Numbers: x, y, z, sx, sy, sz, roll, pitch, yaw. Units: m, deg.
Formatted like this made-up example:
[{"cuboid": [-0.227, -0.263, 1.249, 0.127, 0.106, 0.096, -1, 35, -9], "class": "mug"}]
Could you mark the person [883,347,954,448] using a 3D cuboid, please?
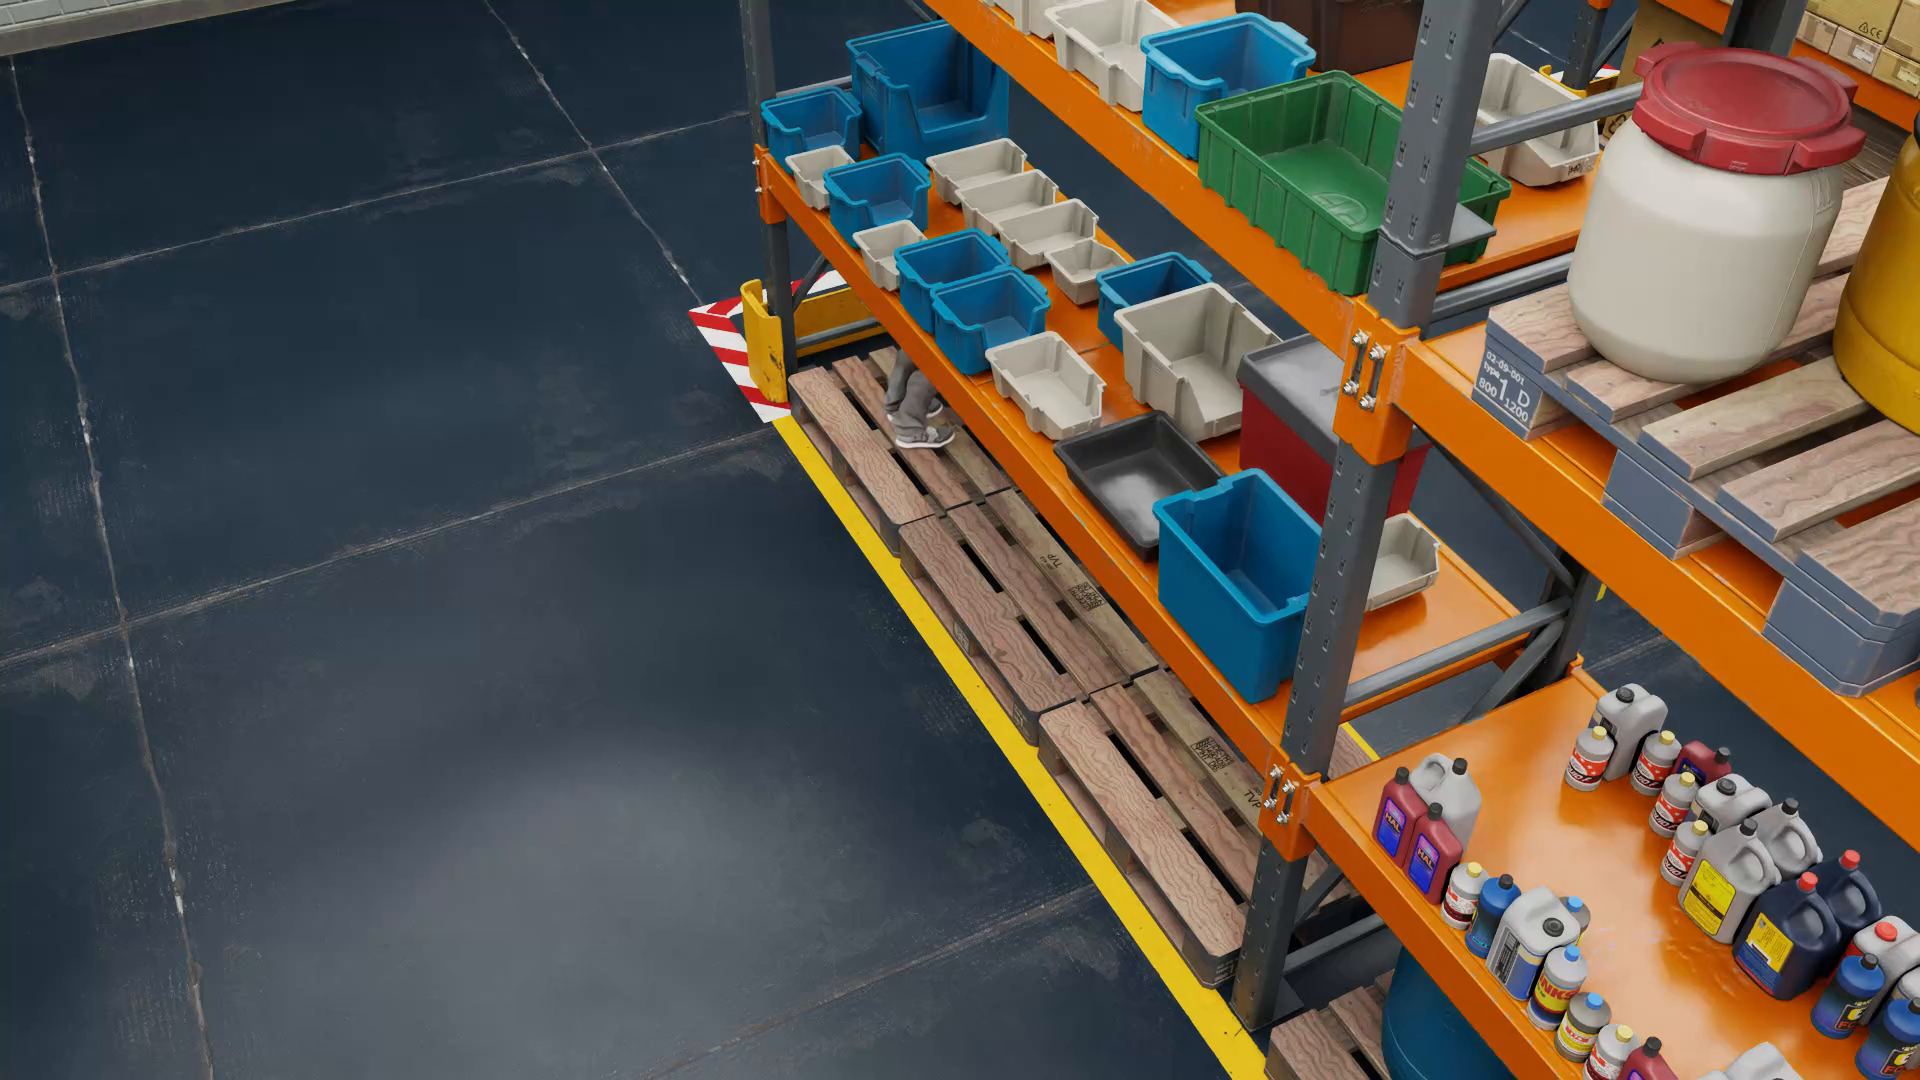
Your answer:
[{"cuboid": [0.018, -0.933, 7.316, 0.906, 1.039, 0.386, -11, 43, -12], "class": "person"}]
